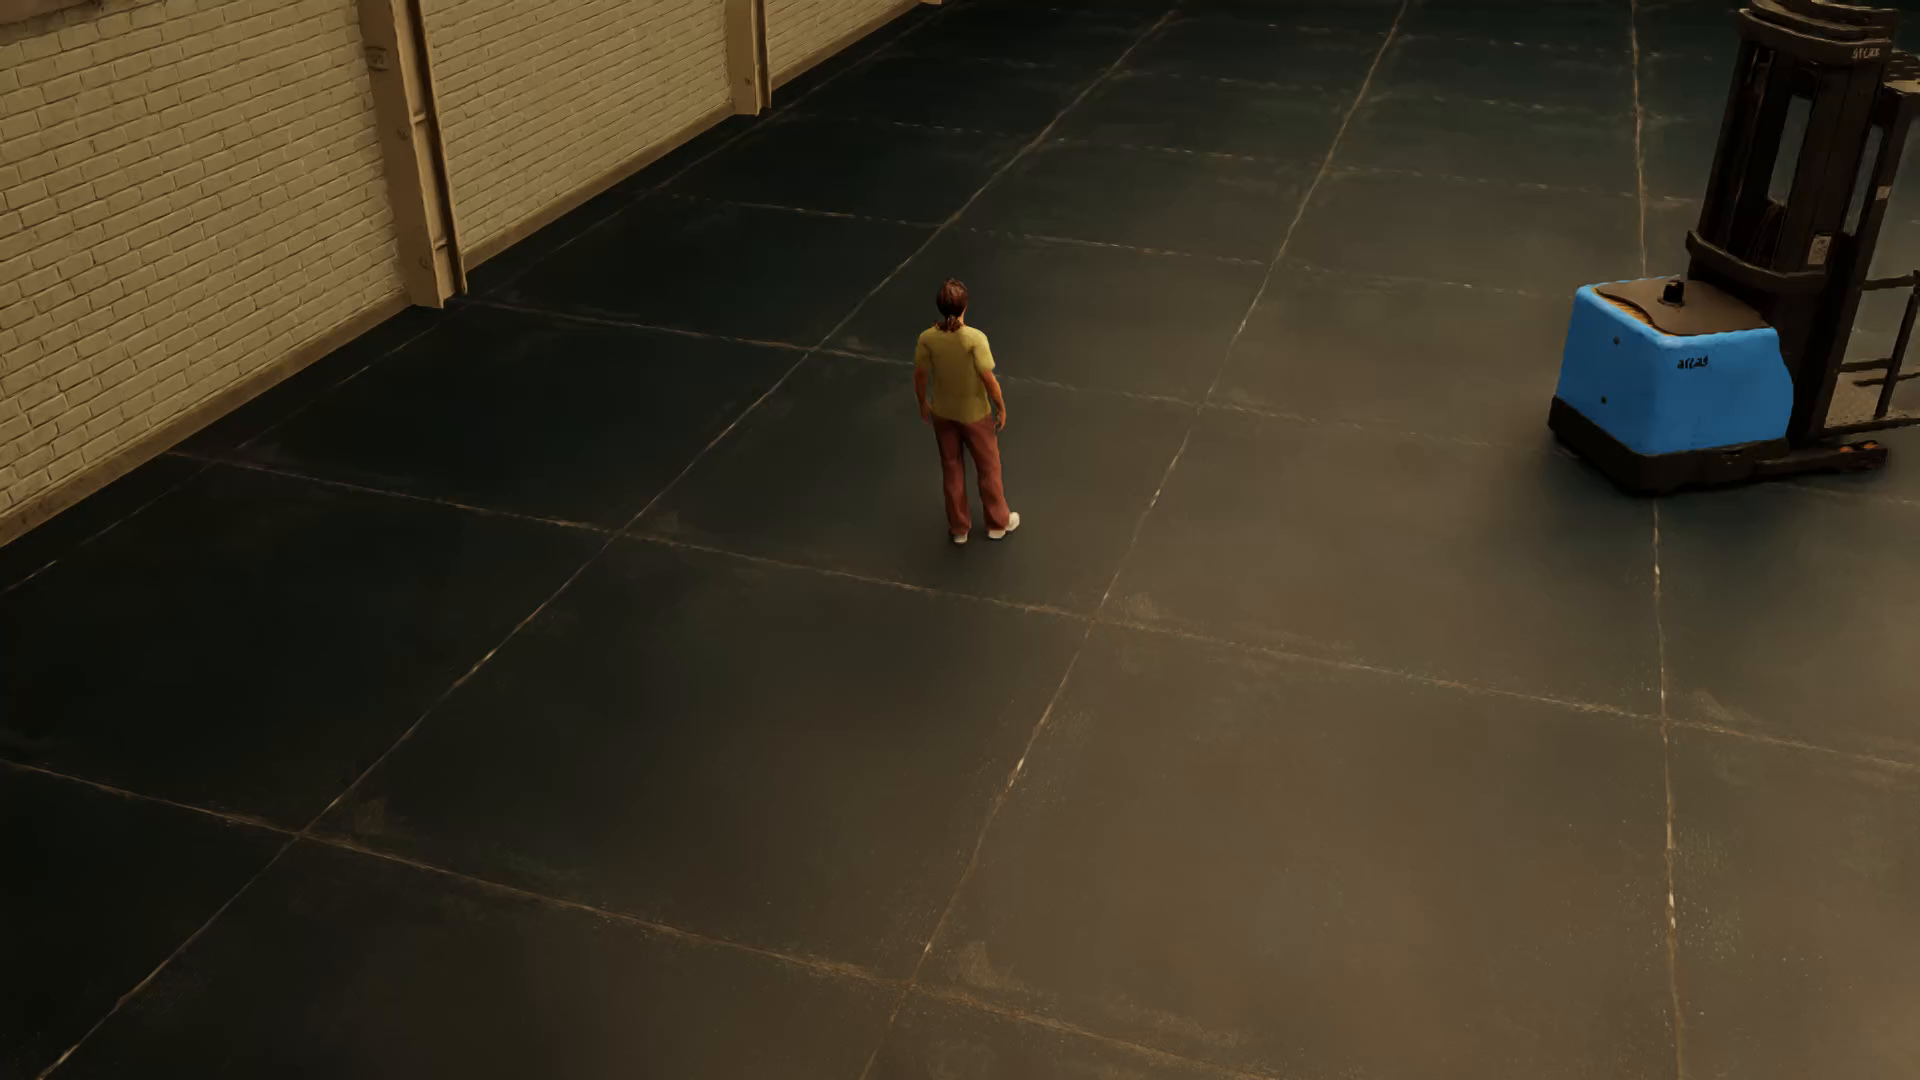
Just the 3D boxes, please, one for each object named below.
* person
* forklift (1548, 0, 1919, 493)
[{"bbox_3d":[0.034,-0.767,9.735,0.554,1.674,0.548,10,31,16],"label":"person"},{"bbox_3d":[5.573,-1.963,10.580,3.031,2.935,1.130,-8,31,-13],"label":"forklift"}]
